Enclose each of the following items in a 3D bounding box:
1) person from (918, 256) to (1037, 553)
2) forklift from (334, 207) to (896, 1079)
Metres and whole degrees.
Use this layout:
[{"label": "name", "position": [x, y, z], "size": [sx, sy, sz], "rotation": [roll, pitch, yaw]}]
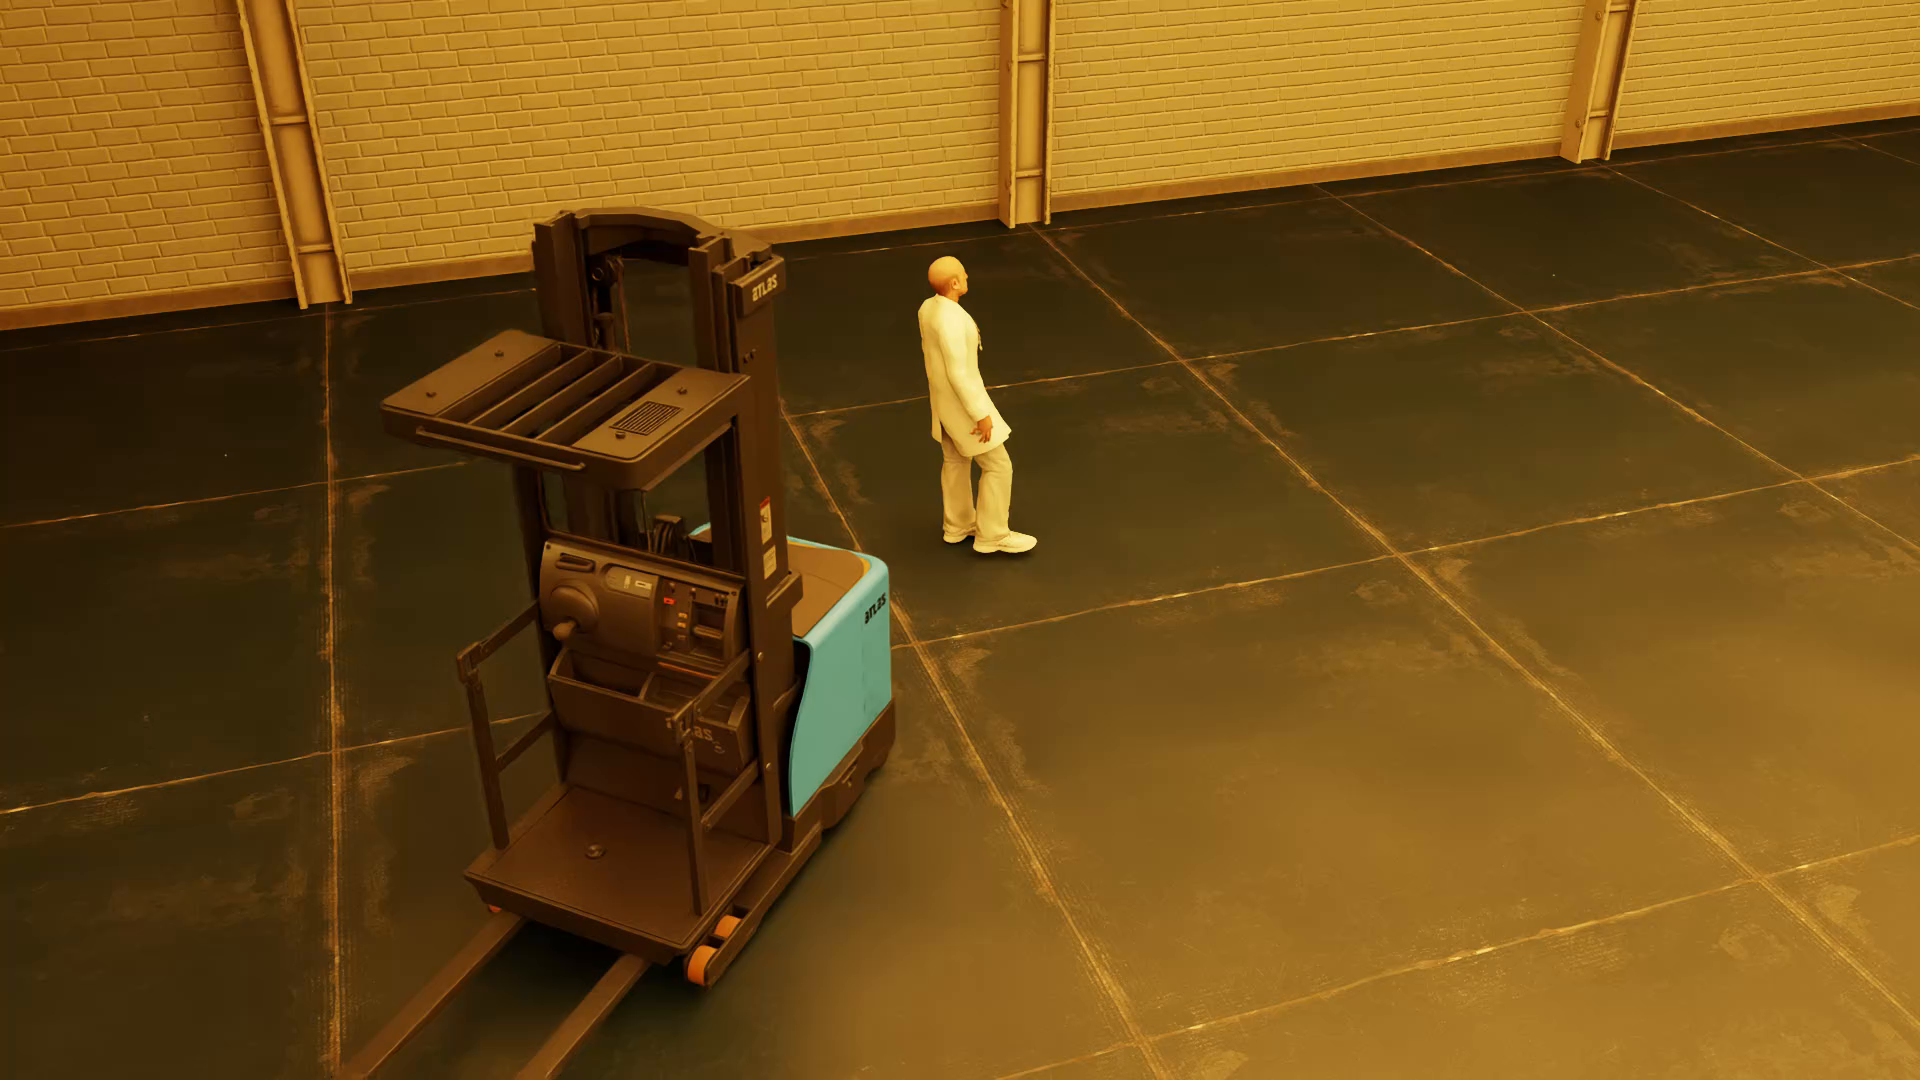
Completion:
[{"label": "person", "position": [0.088, -0.789, 9.600], "size": [0.582, 1.775, 0.694], "rotation": [-10, 31, -16]}, {"label": "forklift", "position": [-1.382, 0.318, 6.535], "size": [1.130, 2.935, 3.031], "rotation": [13, 32, 21]}]
